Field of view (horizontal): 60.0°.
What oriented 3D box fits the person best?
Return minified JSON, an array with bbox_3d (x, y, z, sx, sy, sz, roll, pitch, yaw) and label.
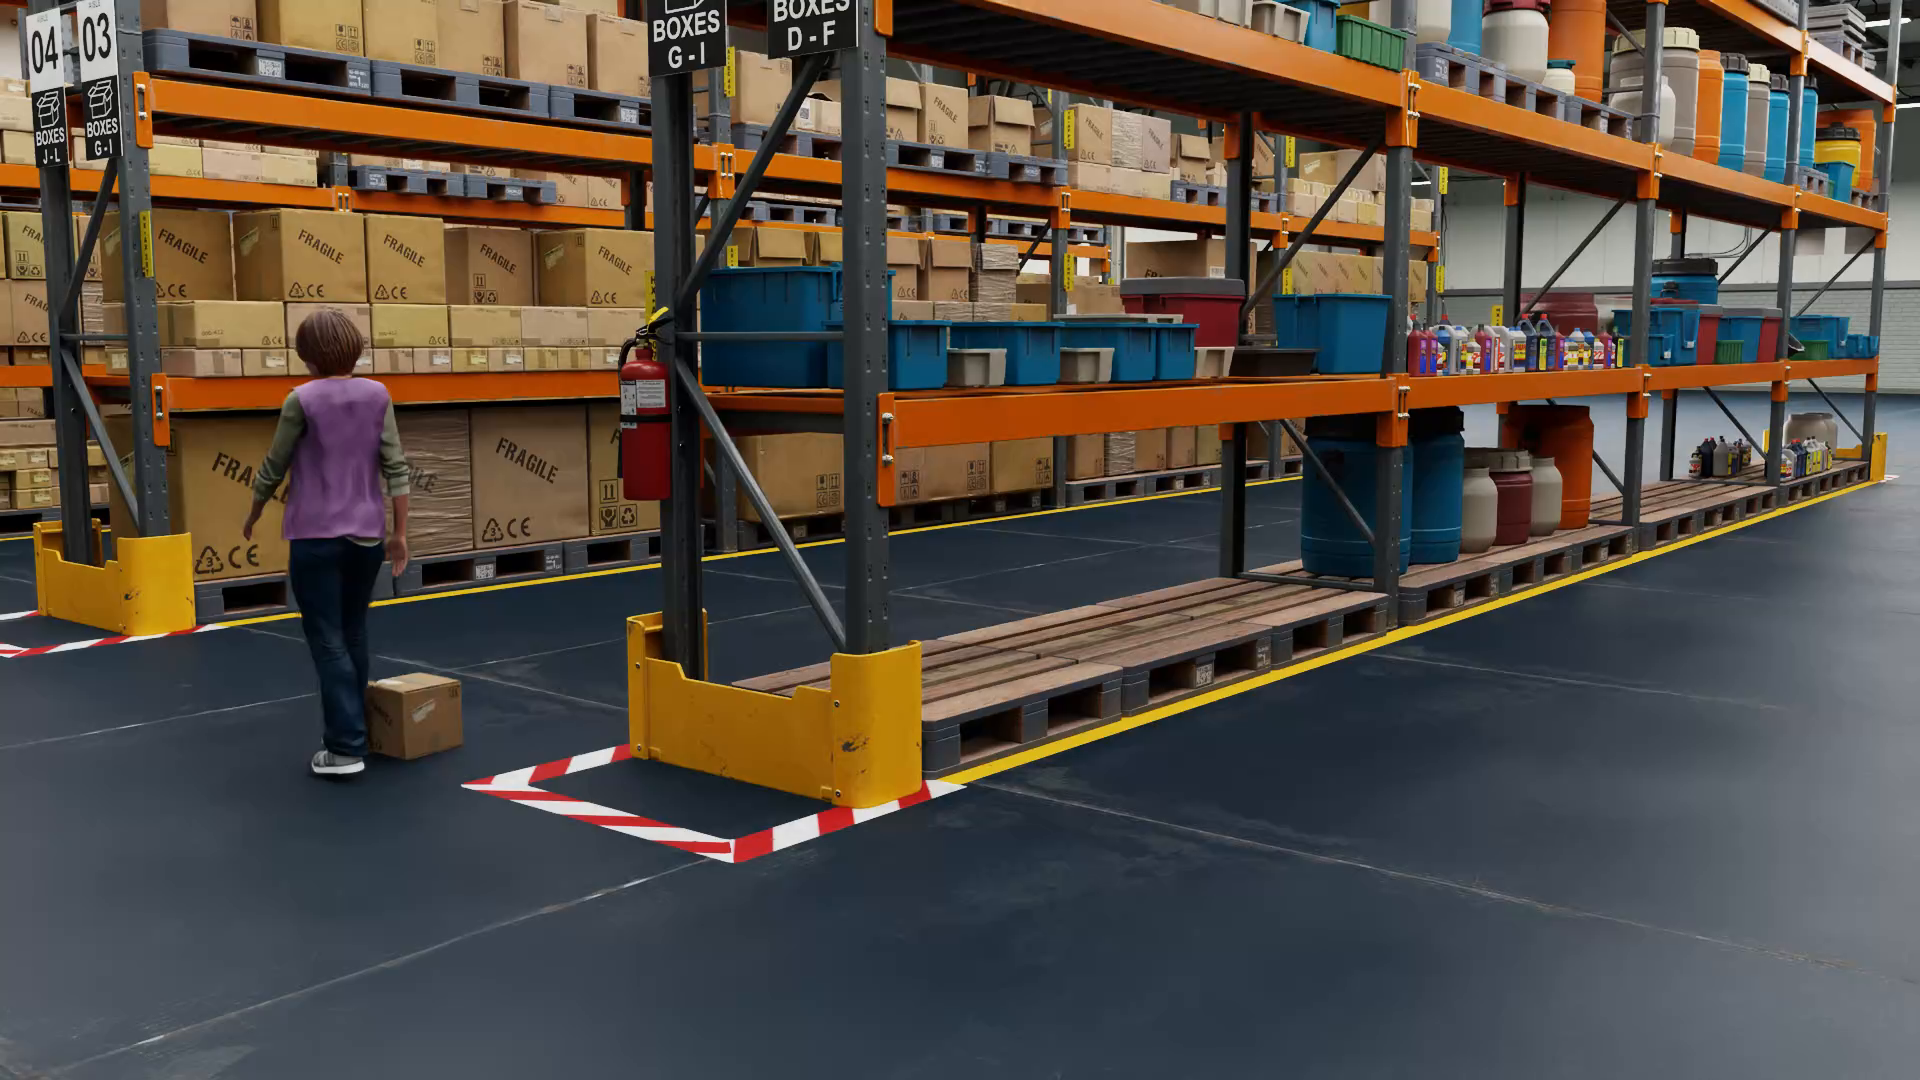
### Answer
[{"bbox_3d":[-2.223,0.004,5.796,0.646,1.590,0.436,6,9,41],"label":"person"}]
